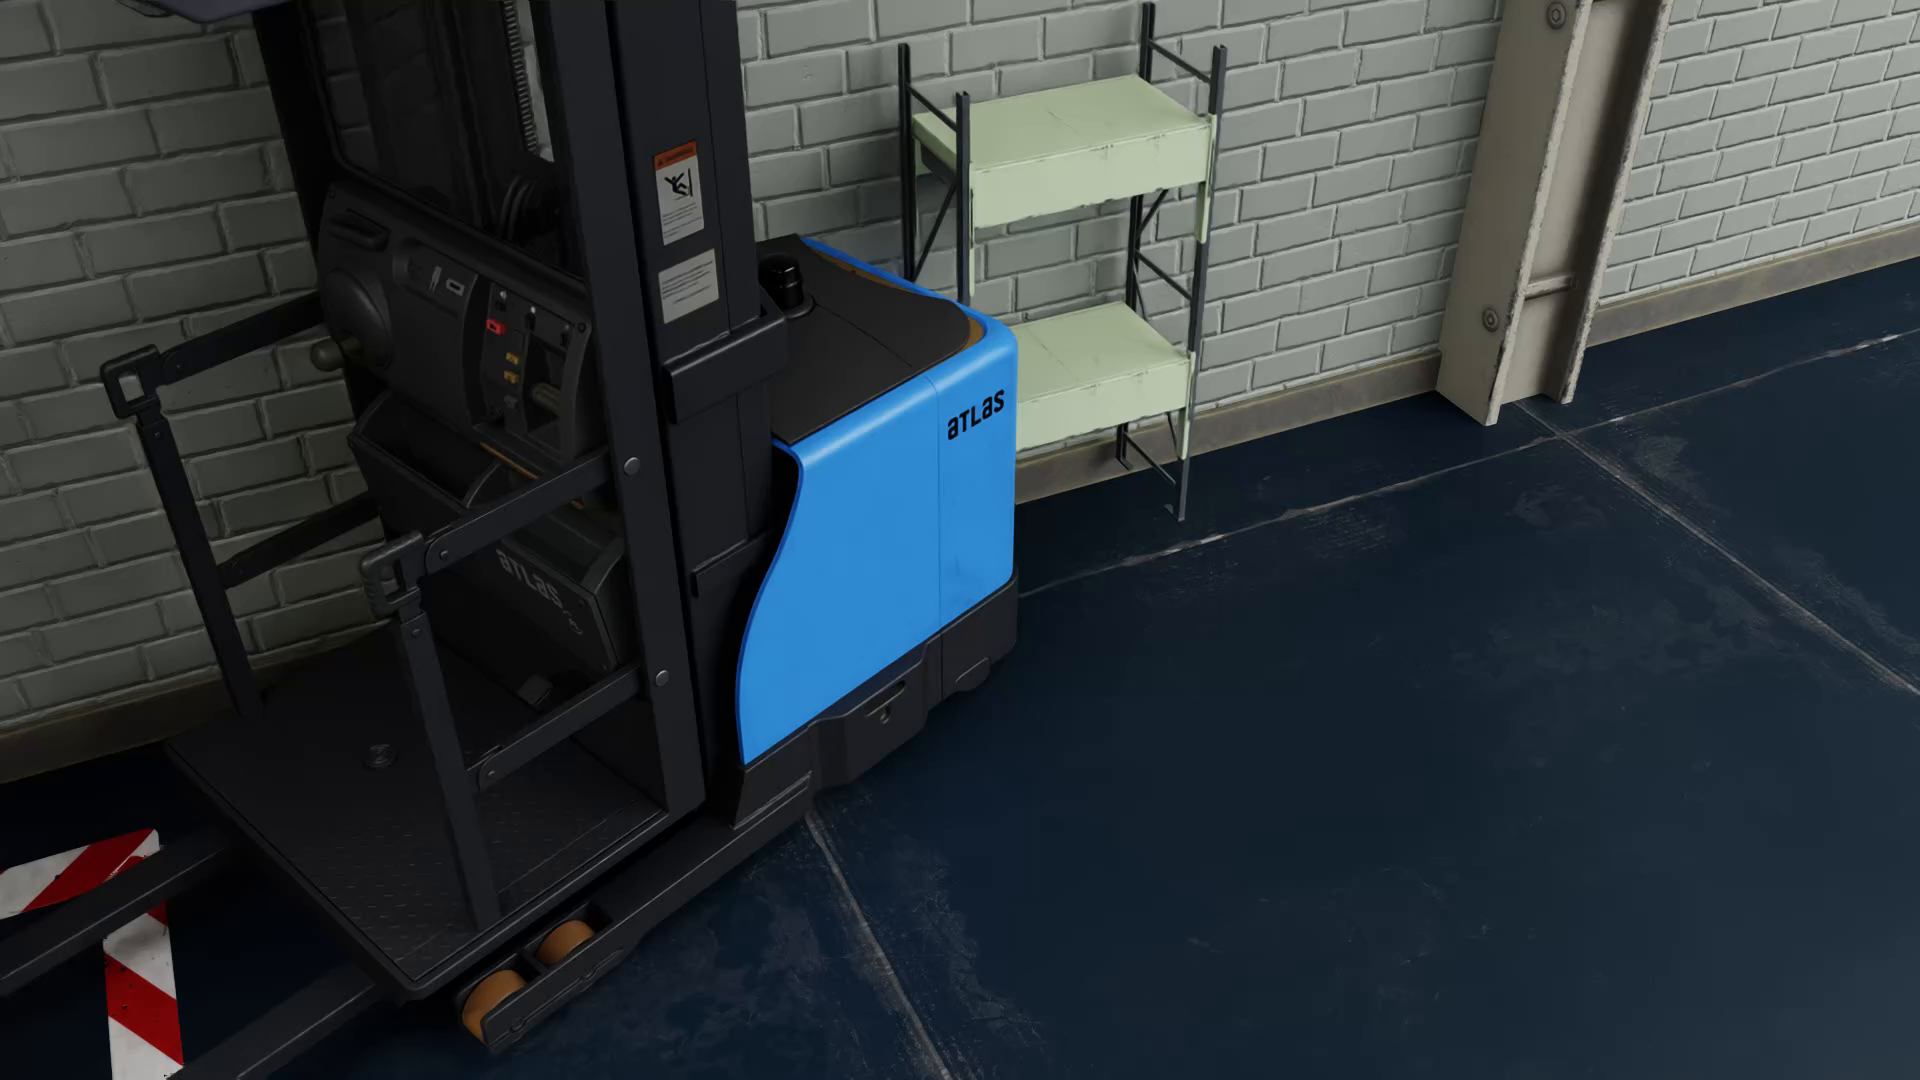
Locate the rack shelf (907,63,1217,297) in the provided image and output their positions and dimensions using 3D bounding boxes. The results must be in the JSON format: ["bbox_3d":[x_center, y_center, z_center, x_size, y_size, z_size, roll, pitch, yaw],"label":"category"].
[{"bbox_3d":[0.265,-0.987,4.508,0.720,0.370,0.431,-16,39,-20],"label":"rack shelf"}]

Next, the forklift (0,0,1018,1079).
[{"bbox_3d":[-1.201,-0.390,3.315,1.130,2.935,3.031,28,45,33],"label":"forklift"}]

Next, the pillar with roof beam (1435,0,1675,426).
[{"bbox_3d":[3.769,-1.821,0.152,0.400,9.000,9.100,-16,39,-20],"label":"pillar with roof beam"}]

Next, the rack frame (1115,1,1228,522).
[{"bbox_3d":[0.599,-0.767,4.863,0.023,1.500,0.400,-16,39,-20],"label":"rack frame"}]

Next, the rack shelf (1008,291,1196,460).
[{"bbox_3d":[0.269,-0.412,4.936,0.720,0.370,0.431,-16,39,-20],"label":"rack shelf"}]

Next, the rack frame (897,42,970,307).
[{"bbox_3d":[-0.065,-0.581,4.619,0.023,1.500,0.400,-16,39,-20],"label":"rack frame"}]

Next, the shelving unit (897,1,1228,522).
[{"bbox_3d":[0.267,-0.674,4.741,0.755,1.500,0.431,-16,39,-20],"label":"shelving unit"}]
